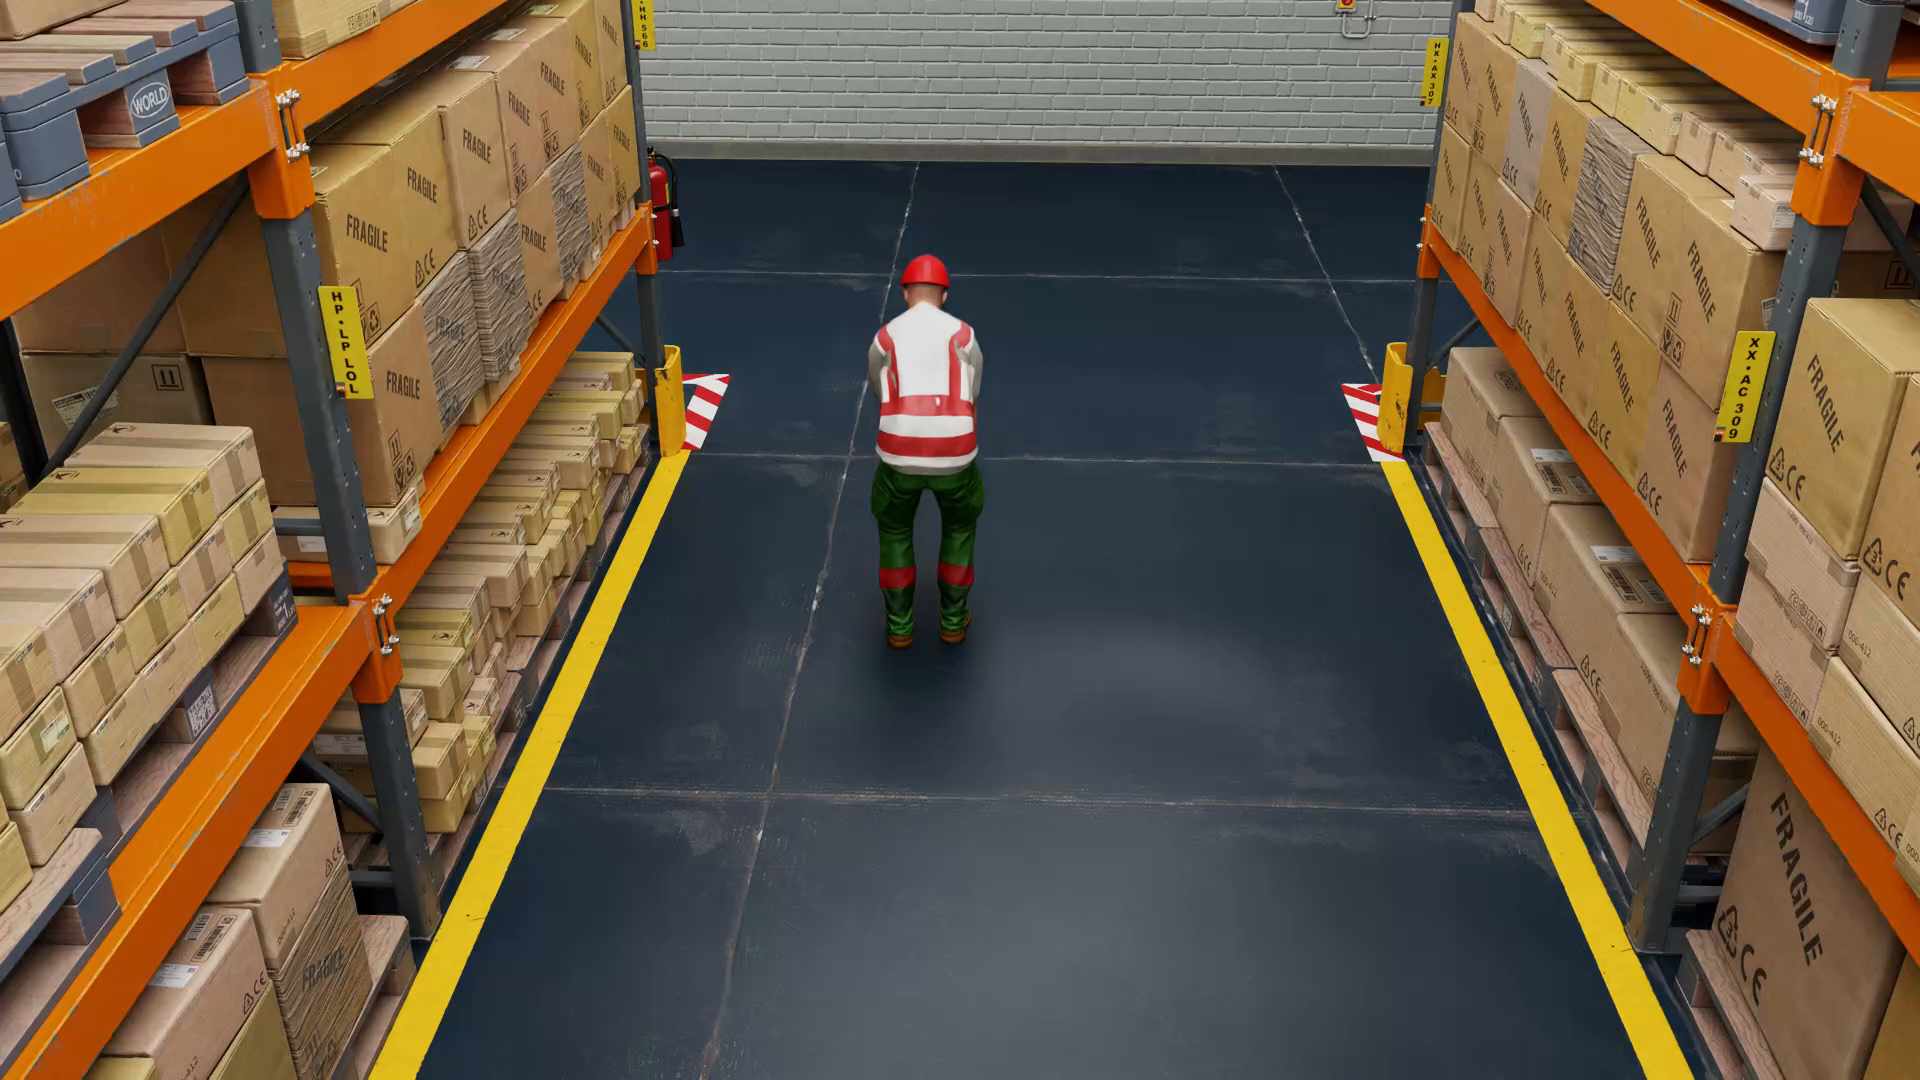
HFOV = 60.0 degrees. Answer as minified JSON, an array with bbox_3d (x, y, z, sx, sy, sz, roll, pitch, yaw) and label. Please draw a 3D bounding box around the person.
[{"bbox_3d":[-0.139,-0.366,7.011,0.484,1.581,0.784,0,28,1],"label":"person"}]
